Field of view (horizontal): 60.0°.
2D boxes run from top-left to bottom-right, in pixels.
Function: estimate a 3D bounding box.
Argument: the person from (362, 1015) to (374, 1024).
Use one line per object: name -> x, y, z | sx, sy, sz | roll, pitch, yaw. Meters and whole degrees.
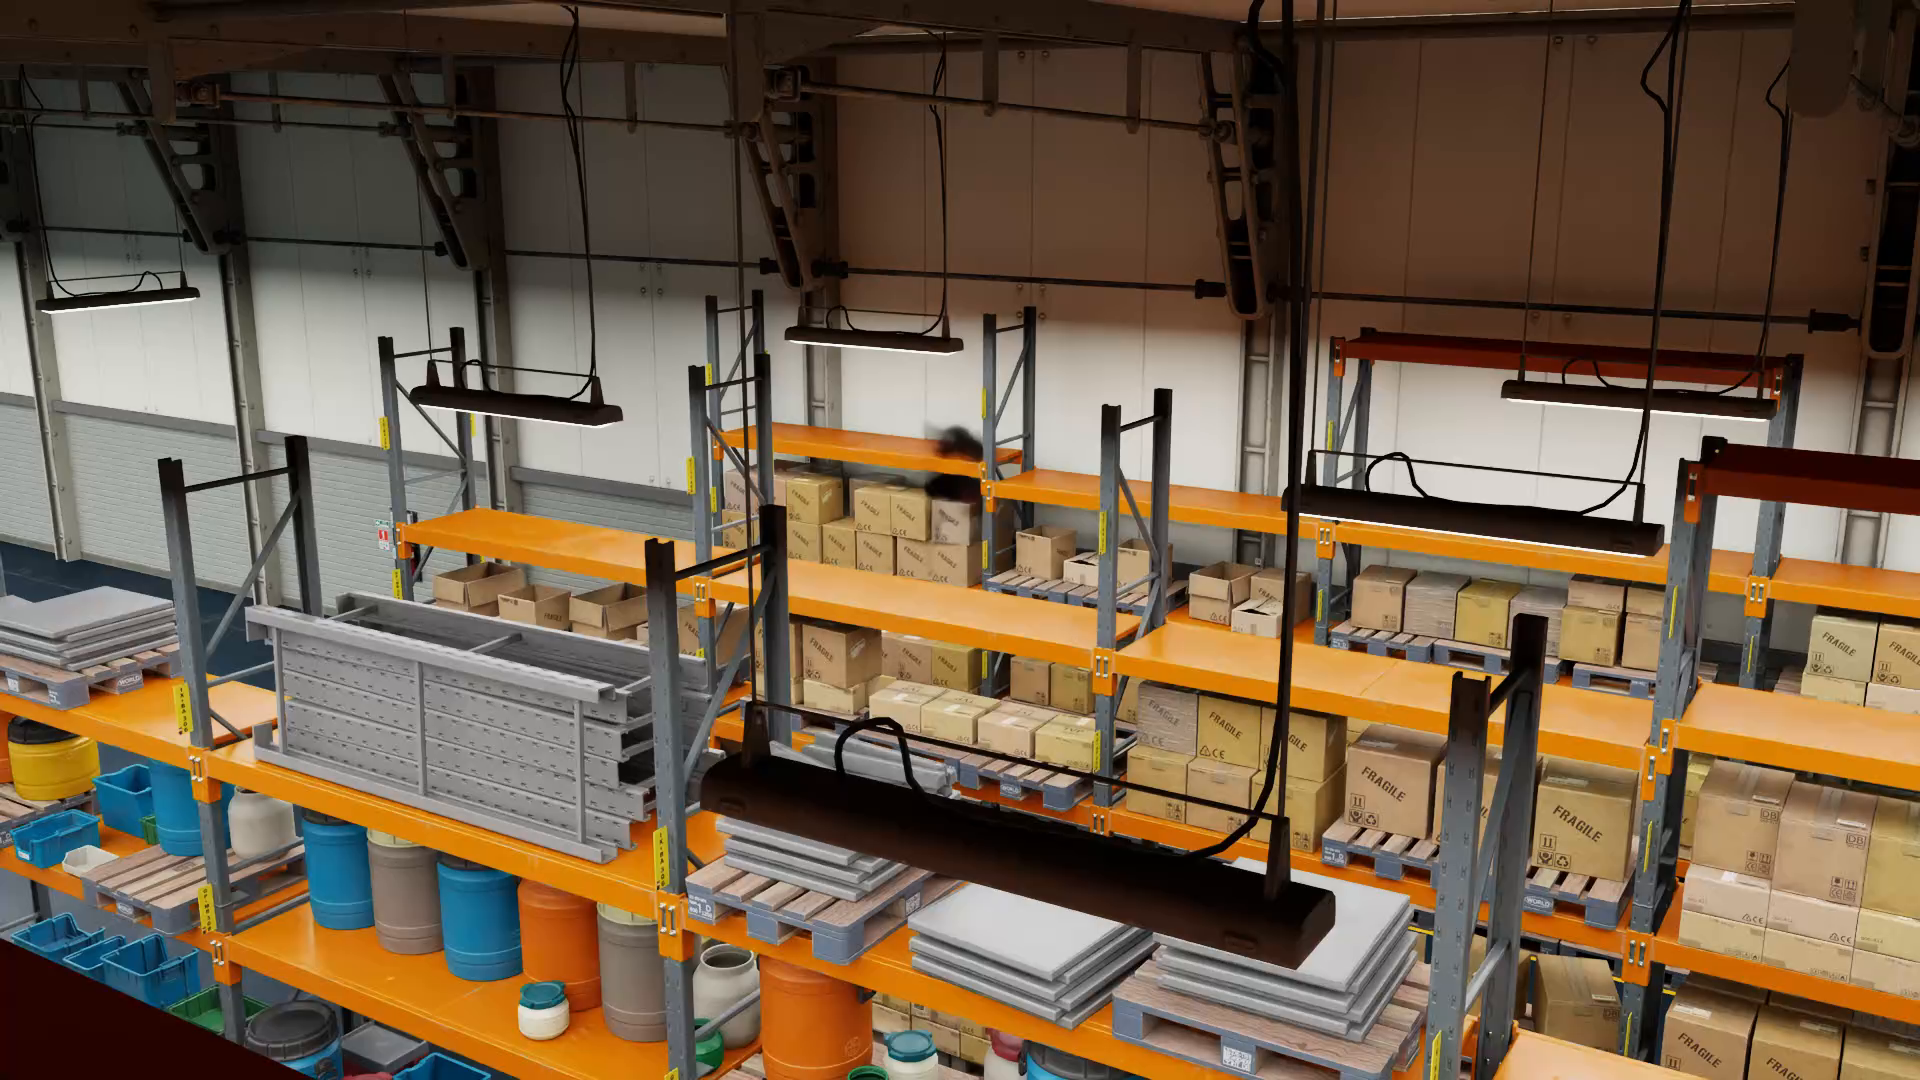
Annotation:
person -> -5.183, 3.753, 14.771 | 0.557, 1.618, 0.582 | 5, 15, 20
